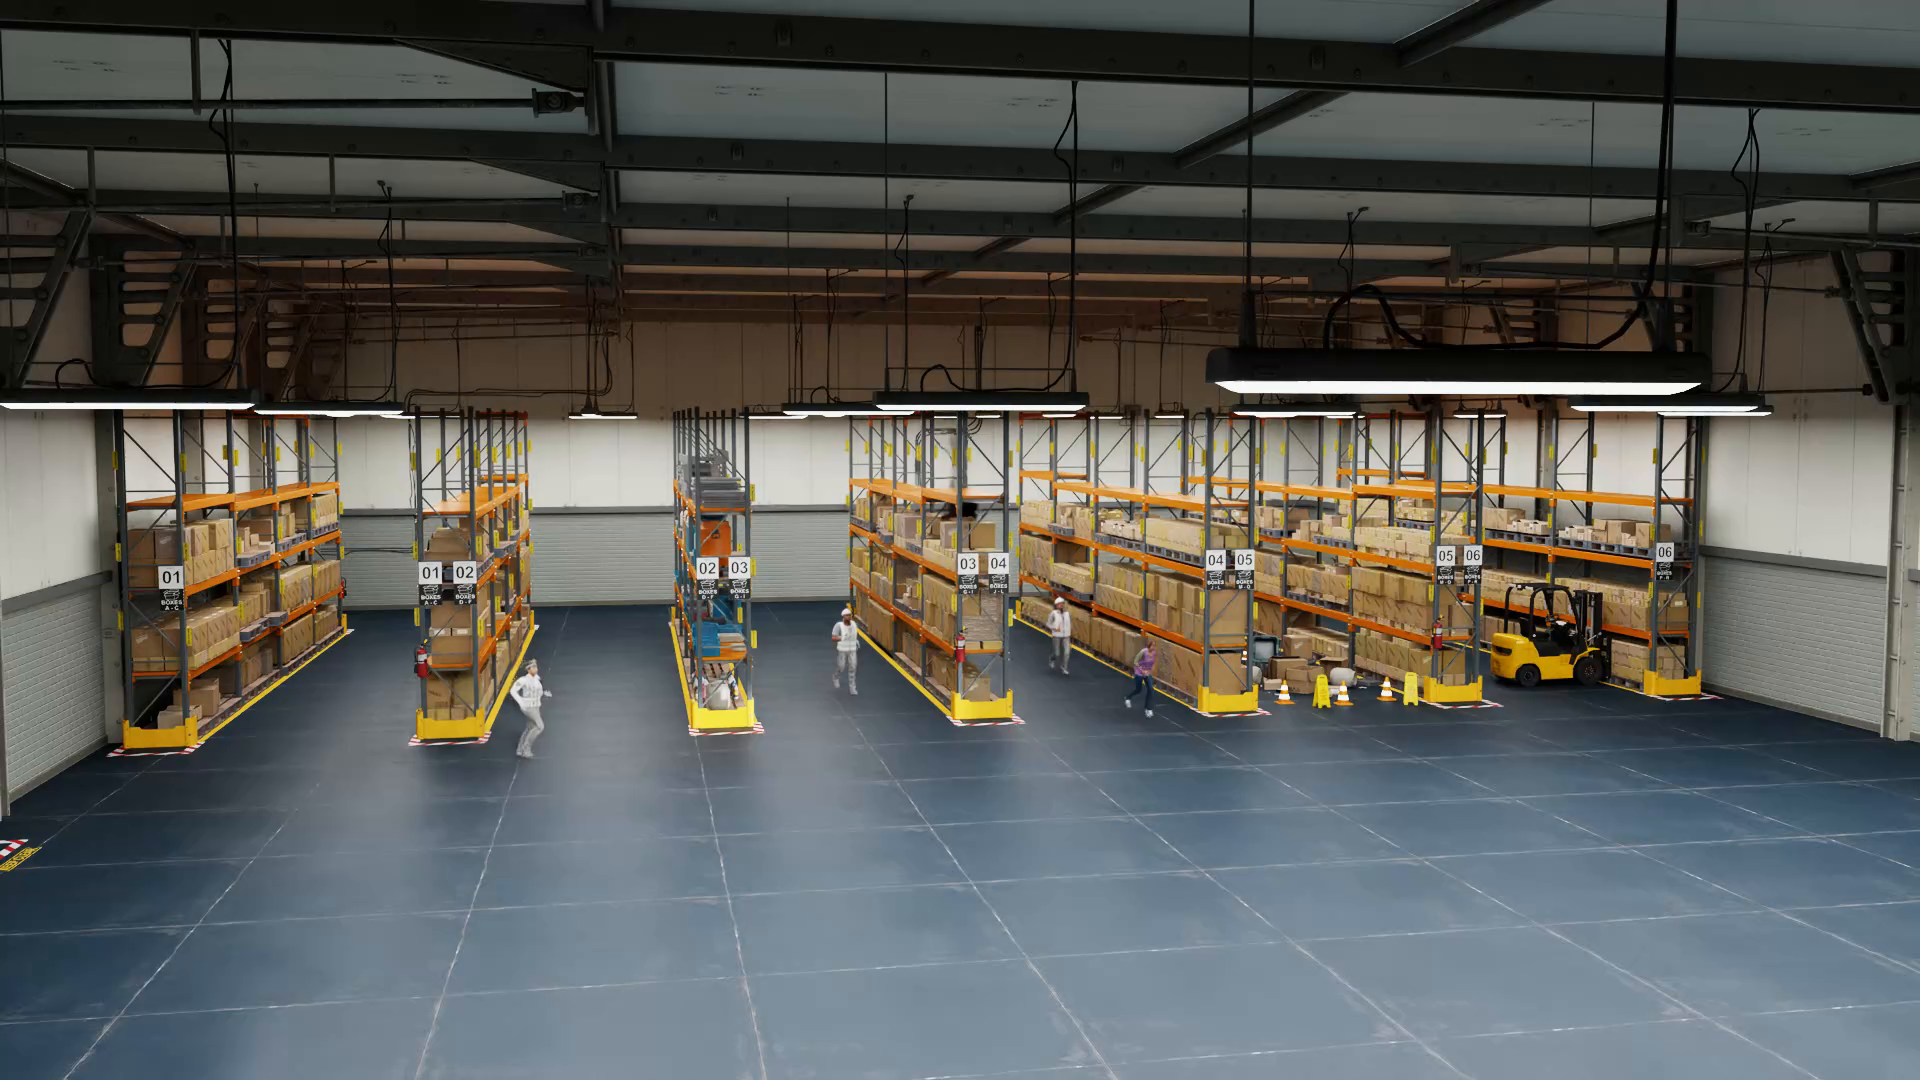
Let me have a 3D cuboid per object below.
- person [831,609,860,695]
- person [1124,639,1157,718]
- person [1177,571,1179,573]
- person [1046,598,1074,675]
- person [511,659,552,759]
[{"bbox_3d":[-2.401,2.323,34.967,0.703,1.767,0.943,-2,5,-29],"label":"person"},{"bbox_3d":[3.533,2.684,32.559,0.571,1.508,0.914,-3,5,-35],"label":"person"},{"bbox_3d":[6.820,1.263,51.068,0.660,1.646,0.553,-2,4,-21],"label":"person"},{"bbox_3d":[2.289,2.173,37.779,0.669,1.733,0.760,-1,4,-18],"label":"person"},{"bbox_3d":[-7.280,2.871,28.370,0.642,1.696,0.587,1,4,18],"label":"person"}]
